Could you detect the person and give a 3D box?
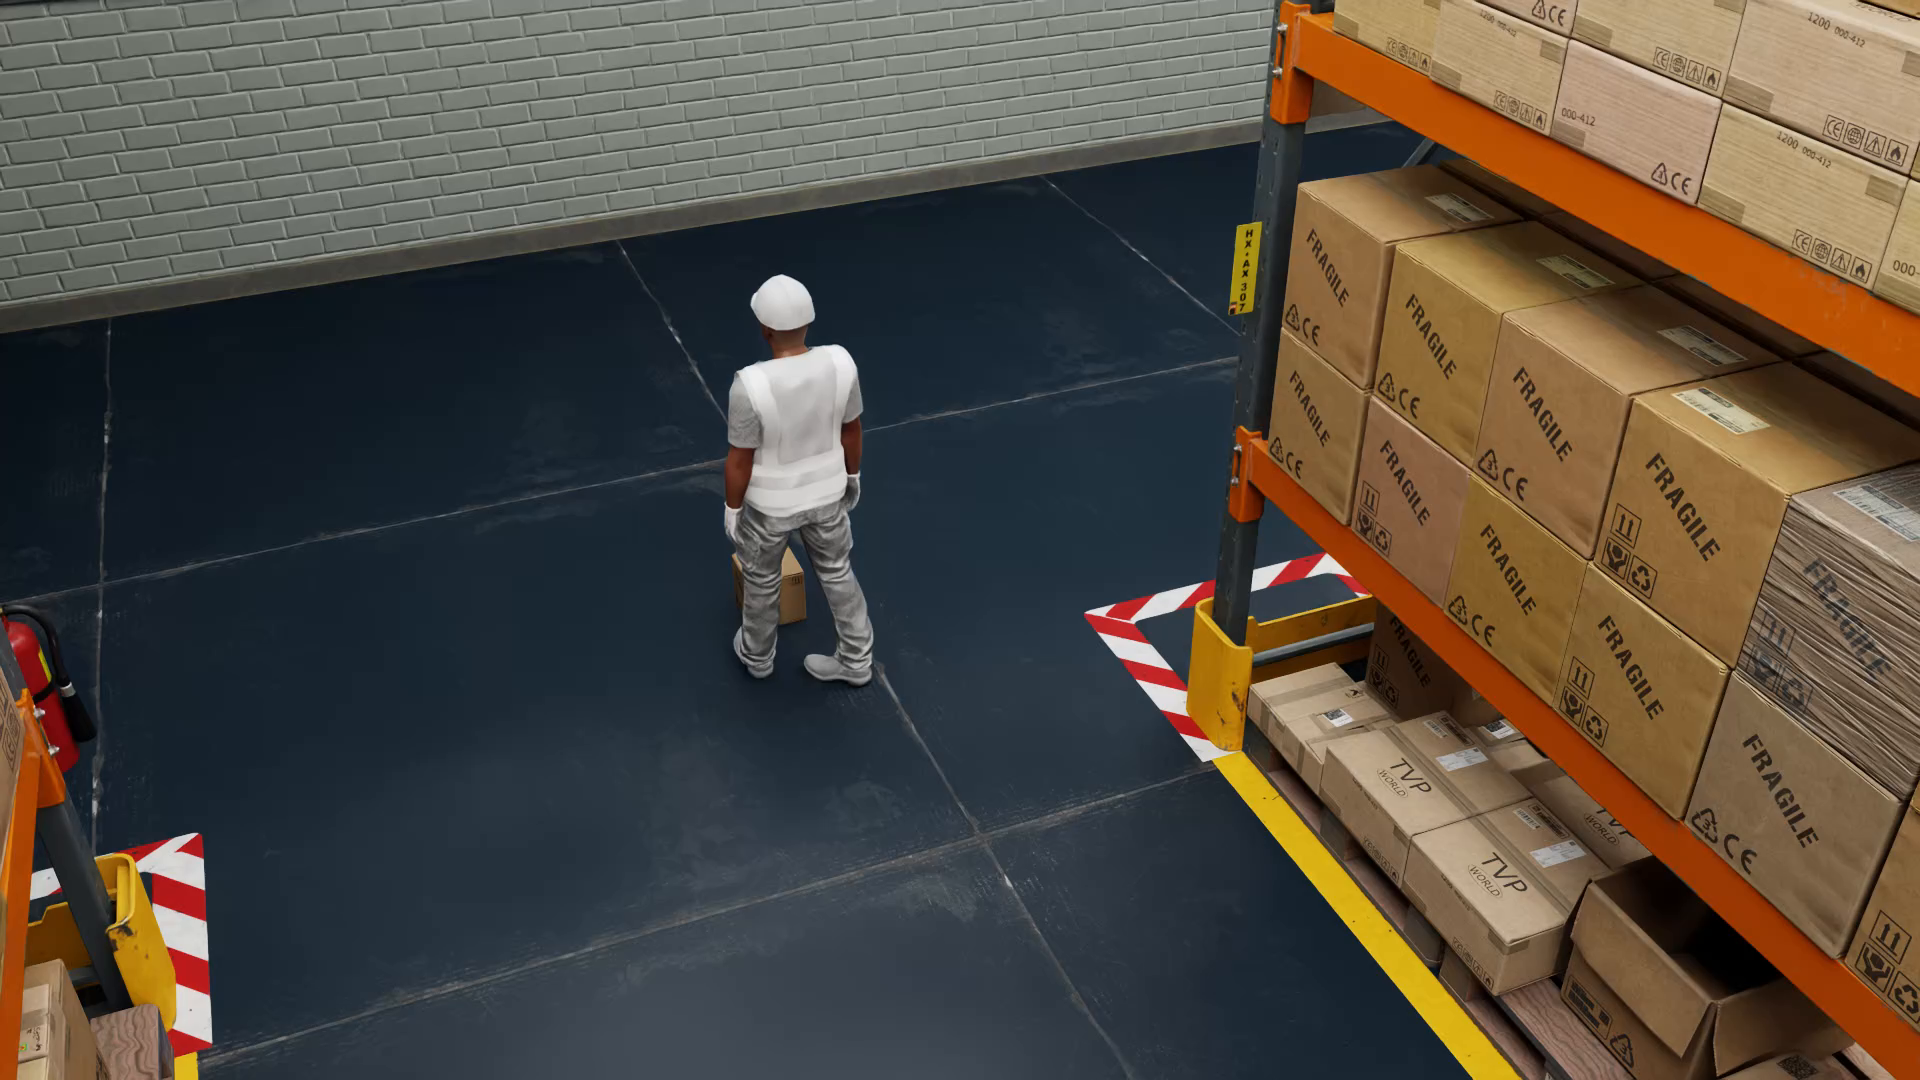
[{"bbox_3d":[-0.690,-0.220,6.455,0.573,1.788,0.578,-19,38,-26],"label":"person"}]
